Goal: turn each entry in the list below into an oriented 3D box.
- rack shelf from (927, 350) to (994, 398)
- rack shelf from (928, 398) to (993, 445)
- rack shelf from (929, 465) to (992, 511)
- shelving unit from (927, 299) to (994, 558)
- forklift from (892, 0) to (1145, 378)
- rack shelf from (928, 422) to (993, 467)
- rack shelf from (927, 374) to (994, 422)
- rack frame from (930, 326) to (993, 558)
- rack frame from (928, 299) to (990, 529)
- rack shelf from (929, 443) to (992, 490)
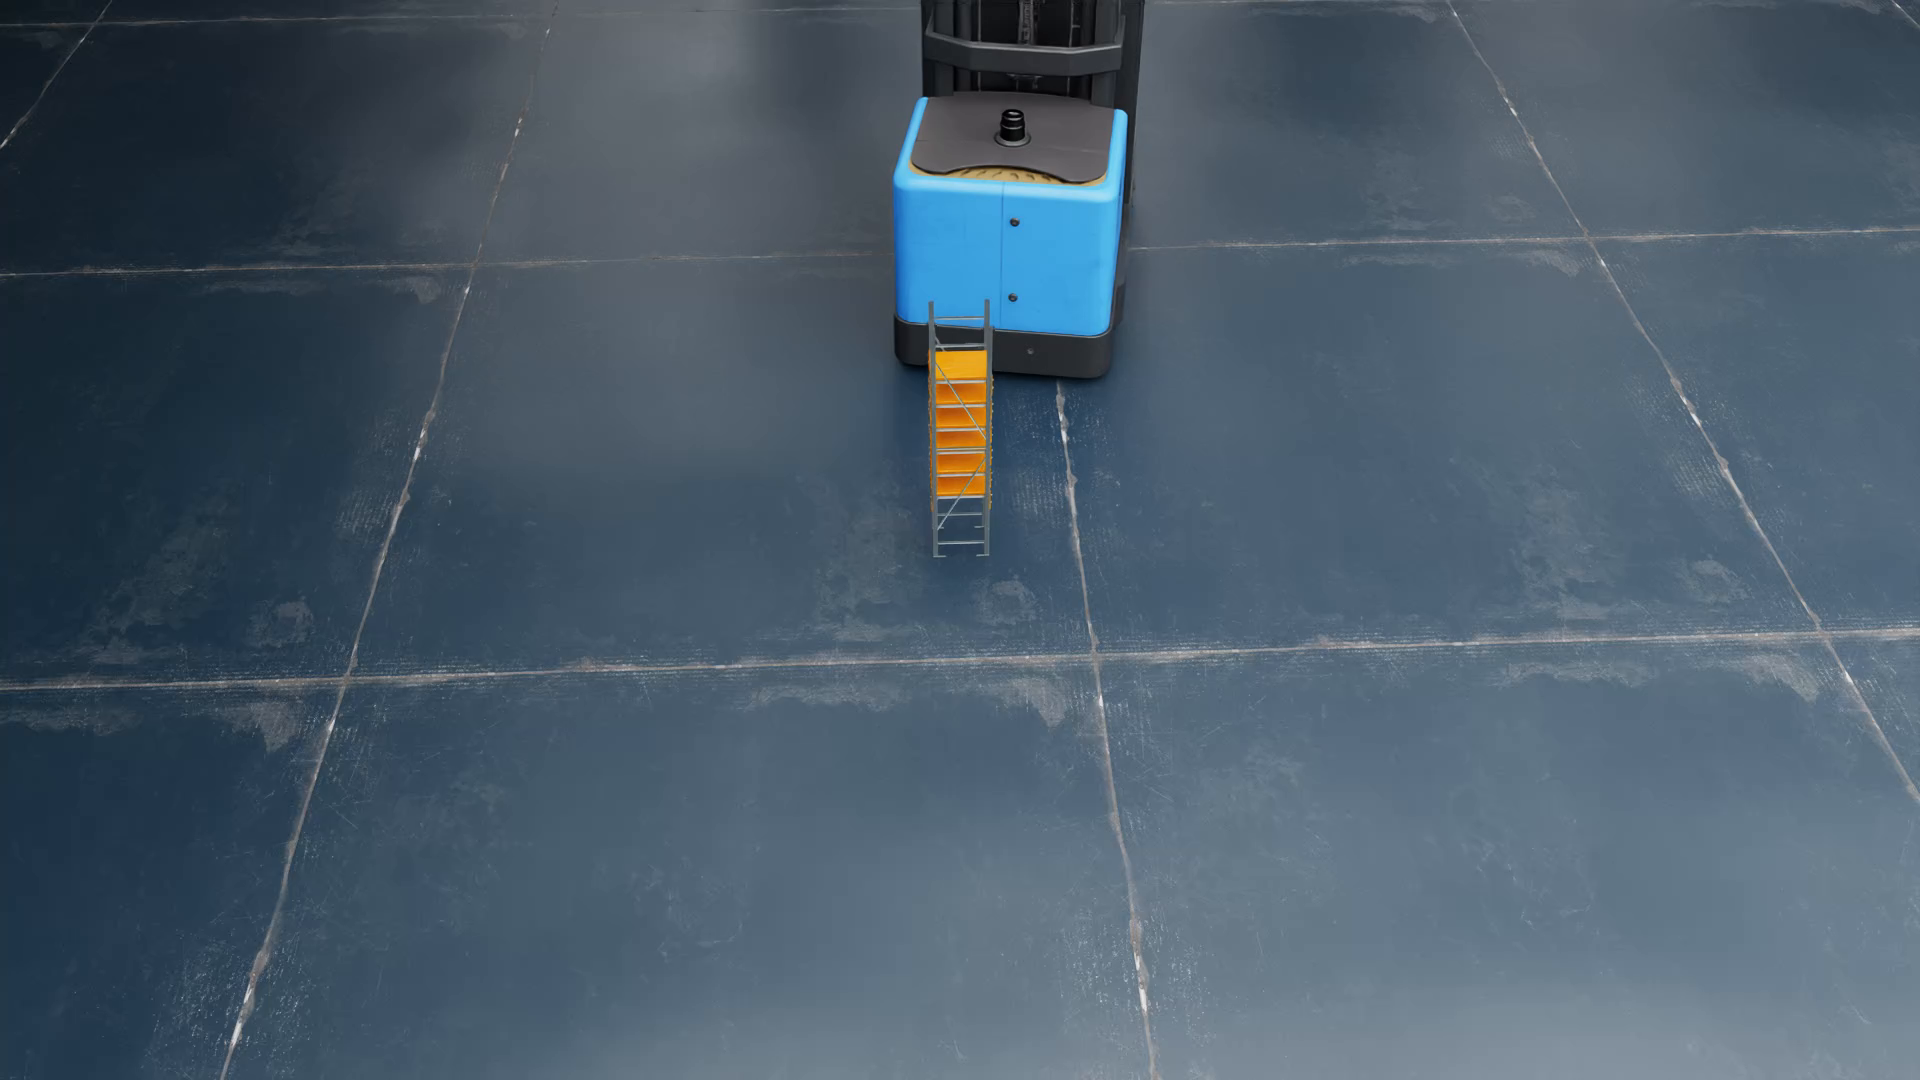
[{"bbox_3d":[0.001,-0.665,6.621,0.258,0.103,0.180,-2,43,-2],"label":"rack shelf"},{"bbox_3d":[0.001,-0.488,6.783,0.258,0.103,0.180,-2,43,-2],"label":"rack shelf"},{"bbox_3d":[0.001,-0.223,7.026,0.258,0.103,0.180,-2,43,-2],"label":"rack shelf"},{"bbox_3d":[0.001,-0.433,6.834,0.258,1.200,0.189,-2,43,-2],"label":"shelving unit"},{"bbox_3d":[0.386,-2.856,8.196,1.130,2.935,3.031,5,43,6],"label":"forklift"},{"bbox_3d":[0.001,-0.400,6.864,0.258,0.103,0.180,-2,43,-2],"label":"rack shelf"},{"bbox_3d":[0.001,-0.577,6.702,0.258,0.103,0.180,-2,43,-2],"label":"rack shelf"},{"bbox_3d":[0.005,-0.371,6.767,0.240,1.200,0.006,-2,43,-2],"label":"rack frame"},{"bbox_3d":[-0.003,-0.494,6.901,0.240,1.200,0.006,-2,43,-2],"label":"rack frame"},{"bbox_3d":[0.001,-0.311,6.945,0.258,0.103,0.180,-2,43,-2],"label":"rack shelf"}]
